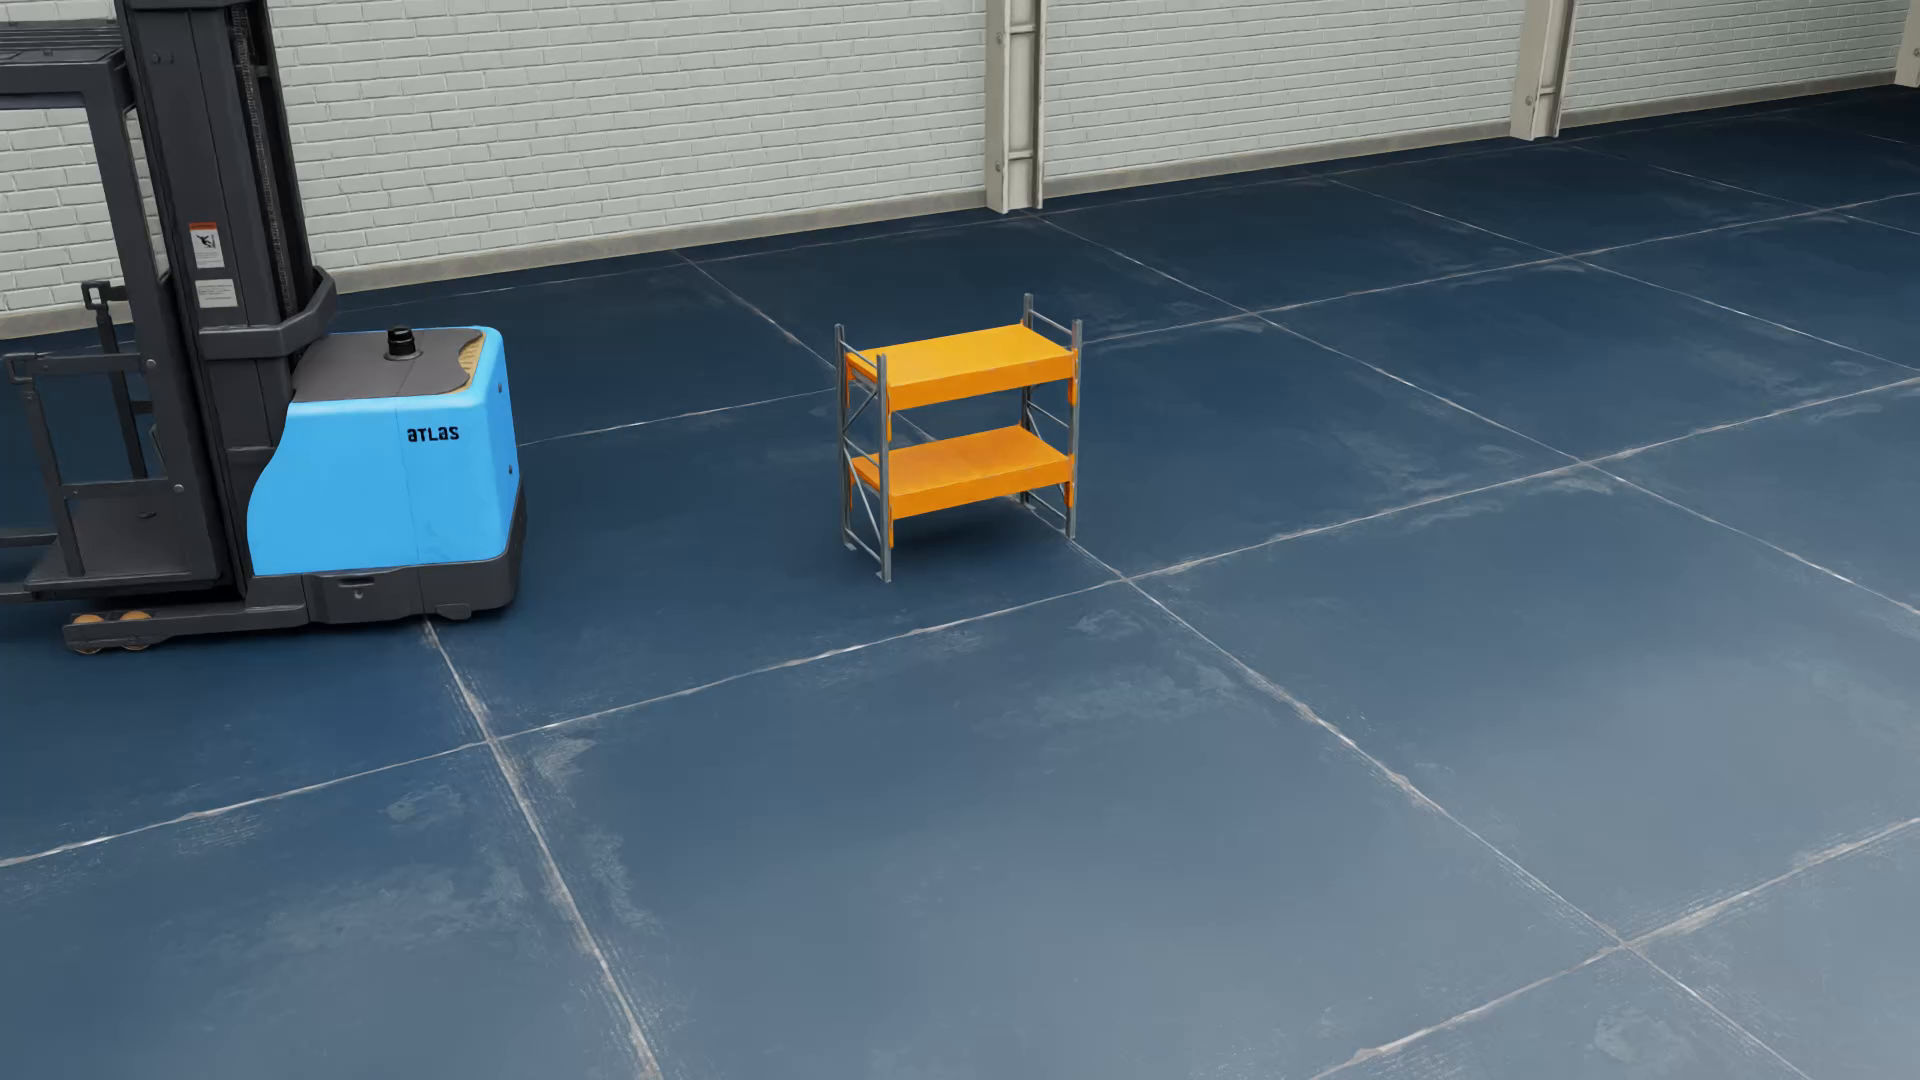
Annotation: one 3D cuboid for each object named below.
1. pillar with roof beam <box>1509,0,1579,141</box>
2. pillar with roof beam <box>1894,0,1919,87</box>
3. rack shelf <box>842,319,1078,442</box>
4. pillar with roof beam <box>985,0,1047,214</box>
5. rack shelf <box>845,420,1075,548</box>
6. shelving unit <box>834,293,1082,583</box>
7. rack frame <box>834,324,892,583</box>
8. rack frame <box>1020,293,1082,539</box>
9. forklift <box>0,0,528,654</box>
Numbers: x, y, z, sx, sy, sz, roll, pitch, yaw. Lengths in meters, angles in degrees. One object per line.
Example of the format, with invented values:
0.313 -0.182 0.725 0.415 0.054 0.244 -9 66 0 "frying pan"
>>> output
7.777 -6.471 11.330 0.400 9.000 9.100 -13 29 -25 "pillar with roof beam"
13.071 -7.693 13.875 0.400 9.000 9.100 -13 29 -25 "pillar with roof beam"
-0.006 -0.770 7.877 1.000 0.278 0.538 -13 29 -25 "rack shelf"
2.483 -5.249 8.785 0.400 9.000 9.100 -13 29 -25 "pillar with roof beam"
-0.006 -0.285 8.109 1.000 0.278 0.538 -13 29 -25 "rack shelf"
-0.006 -0.506 8.004 1.048 1.125 0.538 -13 29 -25 "shelving unit"
-0.455 -0.402 7.788 0.032 1.125 0.500 -13 29 -25 "rack frame"
0.443 -0.609 8.219 0.032 1.125 0.500 -13 29 -25 "rack frame"
-3.585 -1.073 7.099 3.031 2.935 1.130 -4 26 -8 "forklift"
